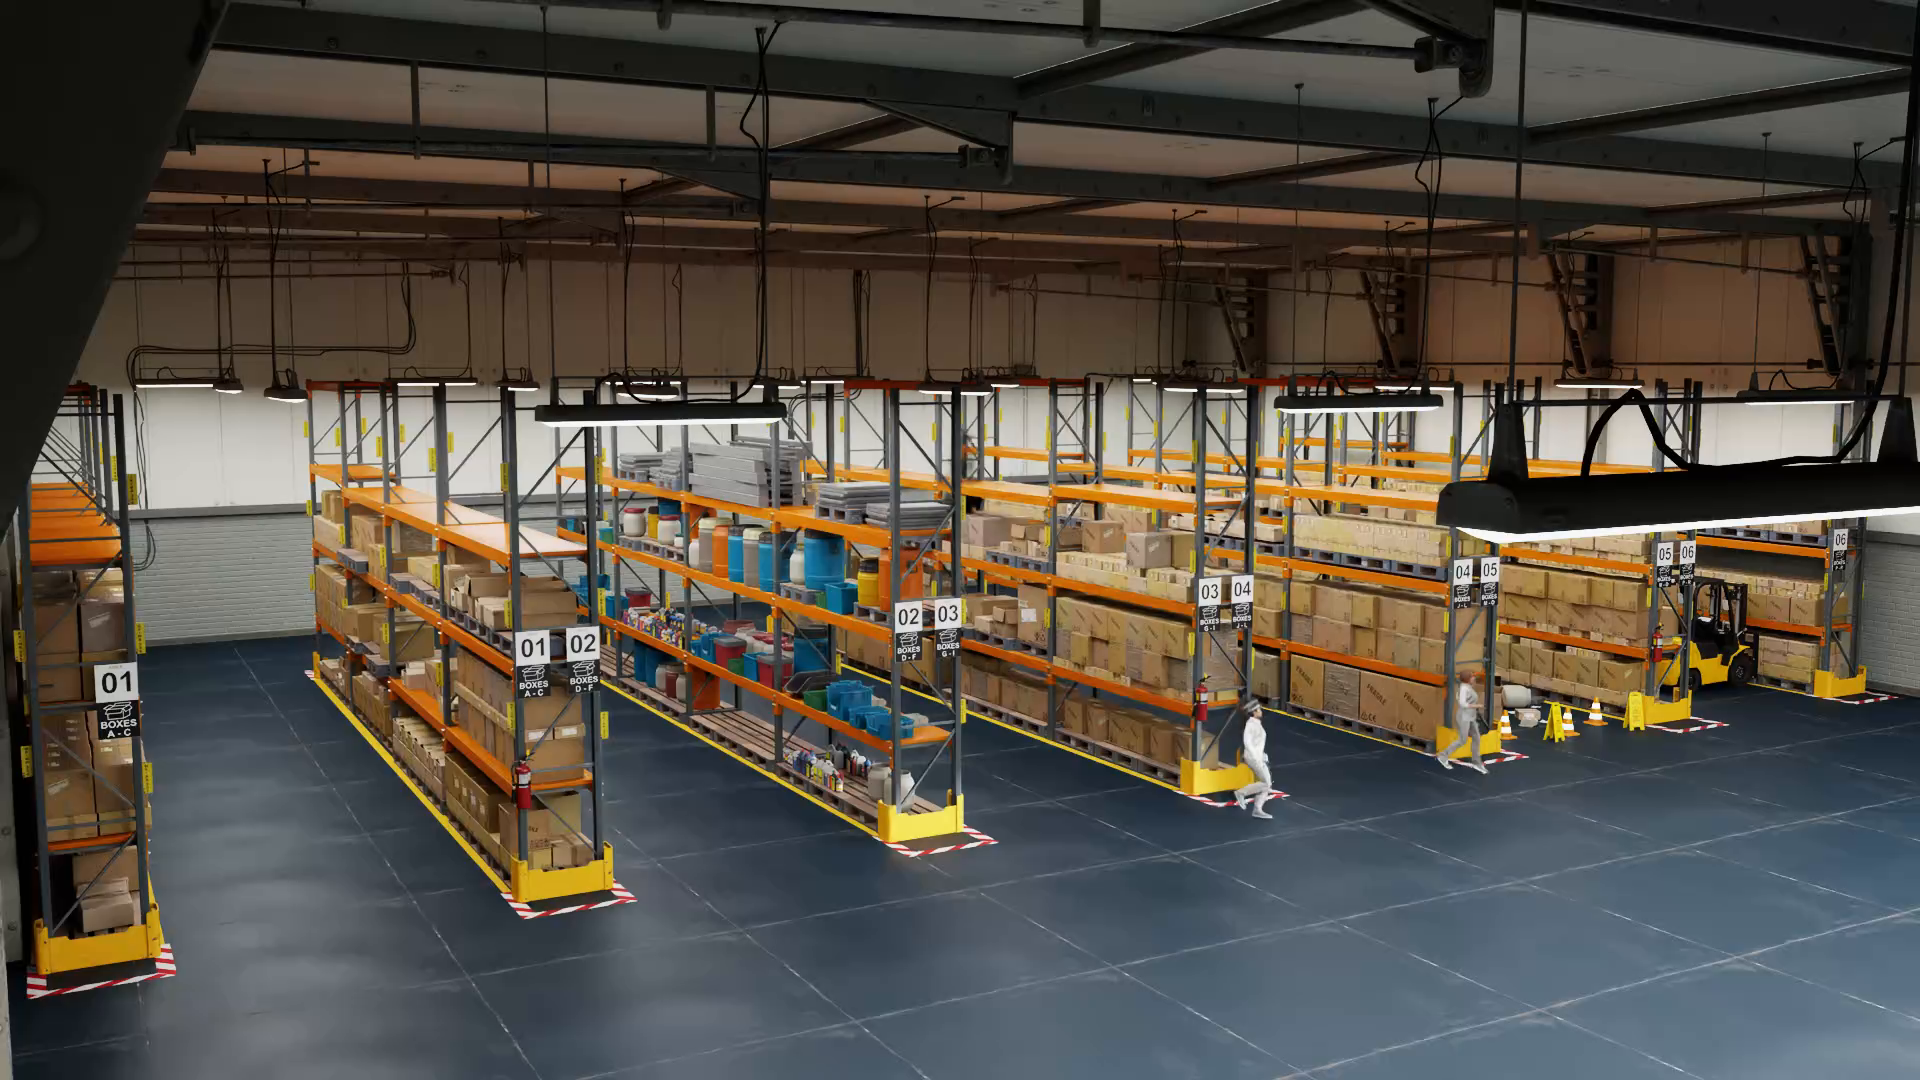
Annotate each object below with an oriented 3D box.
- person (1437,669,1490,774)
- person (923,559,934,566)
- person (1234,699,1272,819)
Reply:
[{"bbox_3d":[7.805,2.796,25.701,0.775,1.619,0.544,3,7,28],"label":"person"},{"bbox_3d":[-0.710,1.233,40.905,0.764,1.542,0.727,2,7,21],"label":"person"},{"bbox_3d":[4.117,3.047,23.326,0.533,1.619,0.652,1,6,9],"label":"person"}]
